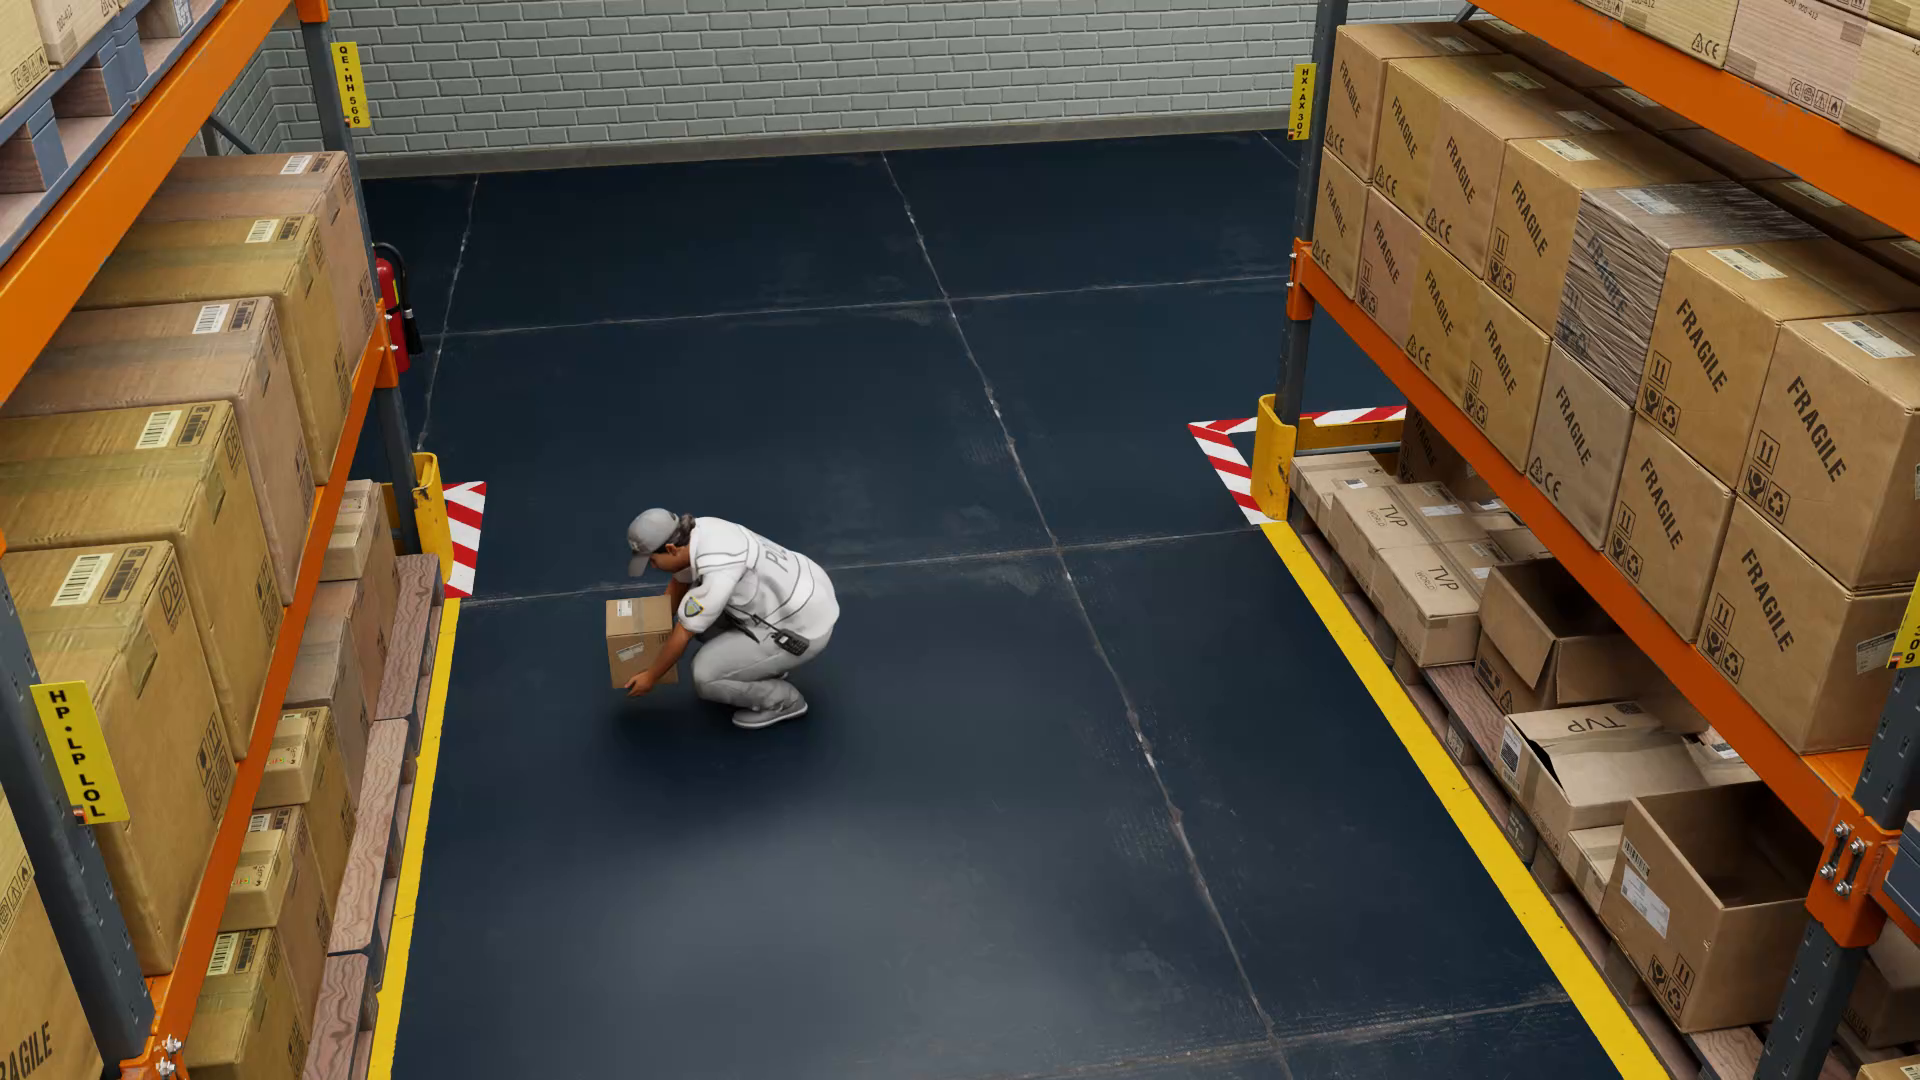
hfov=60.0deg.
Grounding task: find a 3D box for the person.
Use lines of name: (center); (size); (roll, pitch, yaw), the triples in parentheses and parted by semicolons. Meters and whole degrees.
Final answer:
person: (-0.896, 0.248, 6.438); (0.844, 0.938, 0.509); (-5, 31, -9)
